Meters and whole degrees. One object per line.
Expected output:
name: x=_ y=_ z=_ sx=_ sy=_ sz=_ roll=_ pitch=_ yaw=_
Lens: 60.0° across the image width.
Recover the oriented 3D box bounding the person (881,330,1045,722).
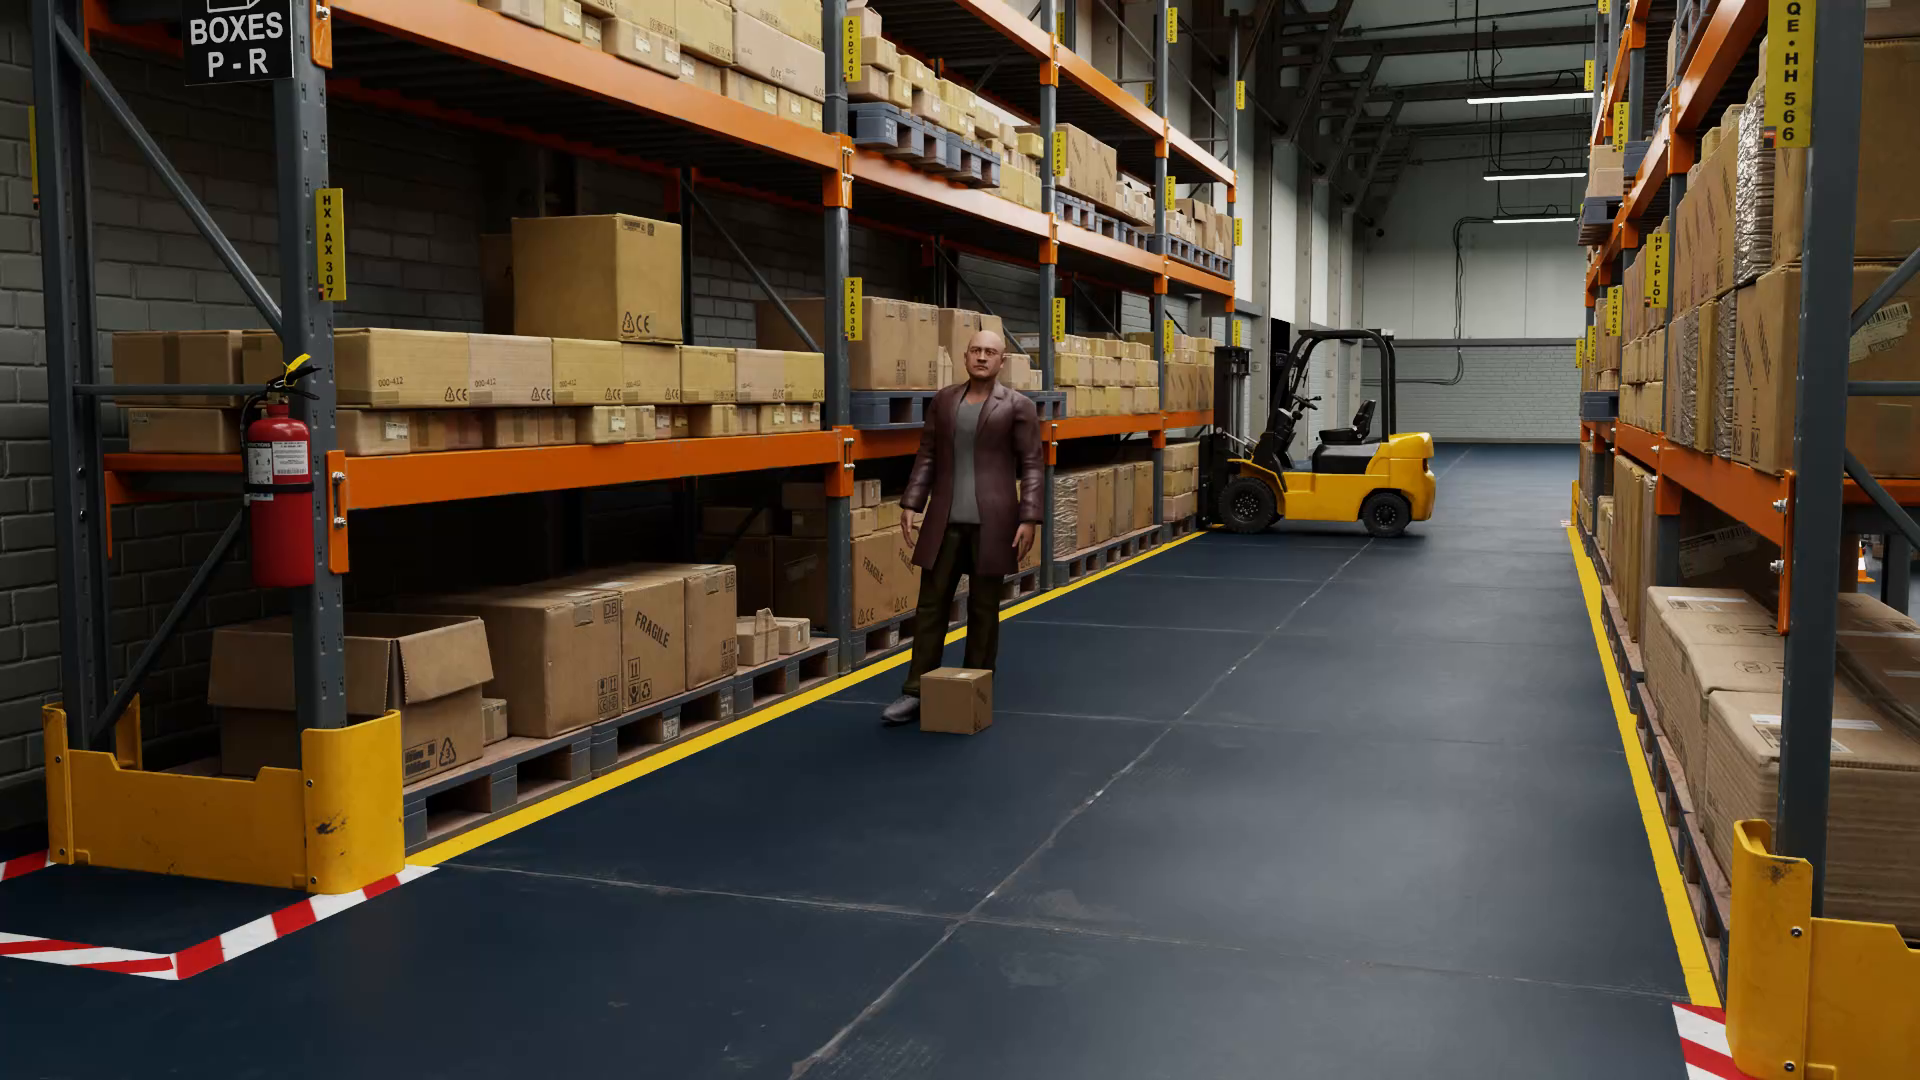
person: x=0.025 y=-0.066 z=7.572 sx=0.698 sy=1.776 sz=0.581 roll=2 pitch=5 yaw=19
